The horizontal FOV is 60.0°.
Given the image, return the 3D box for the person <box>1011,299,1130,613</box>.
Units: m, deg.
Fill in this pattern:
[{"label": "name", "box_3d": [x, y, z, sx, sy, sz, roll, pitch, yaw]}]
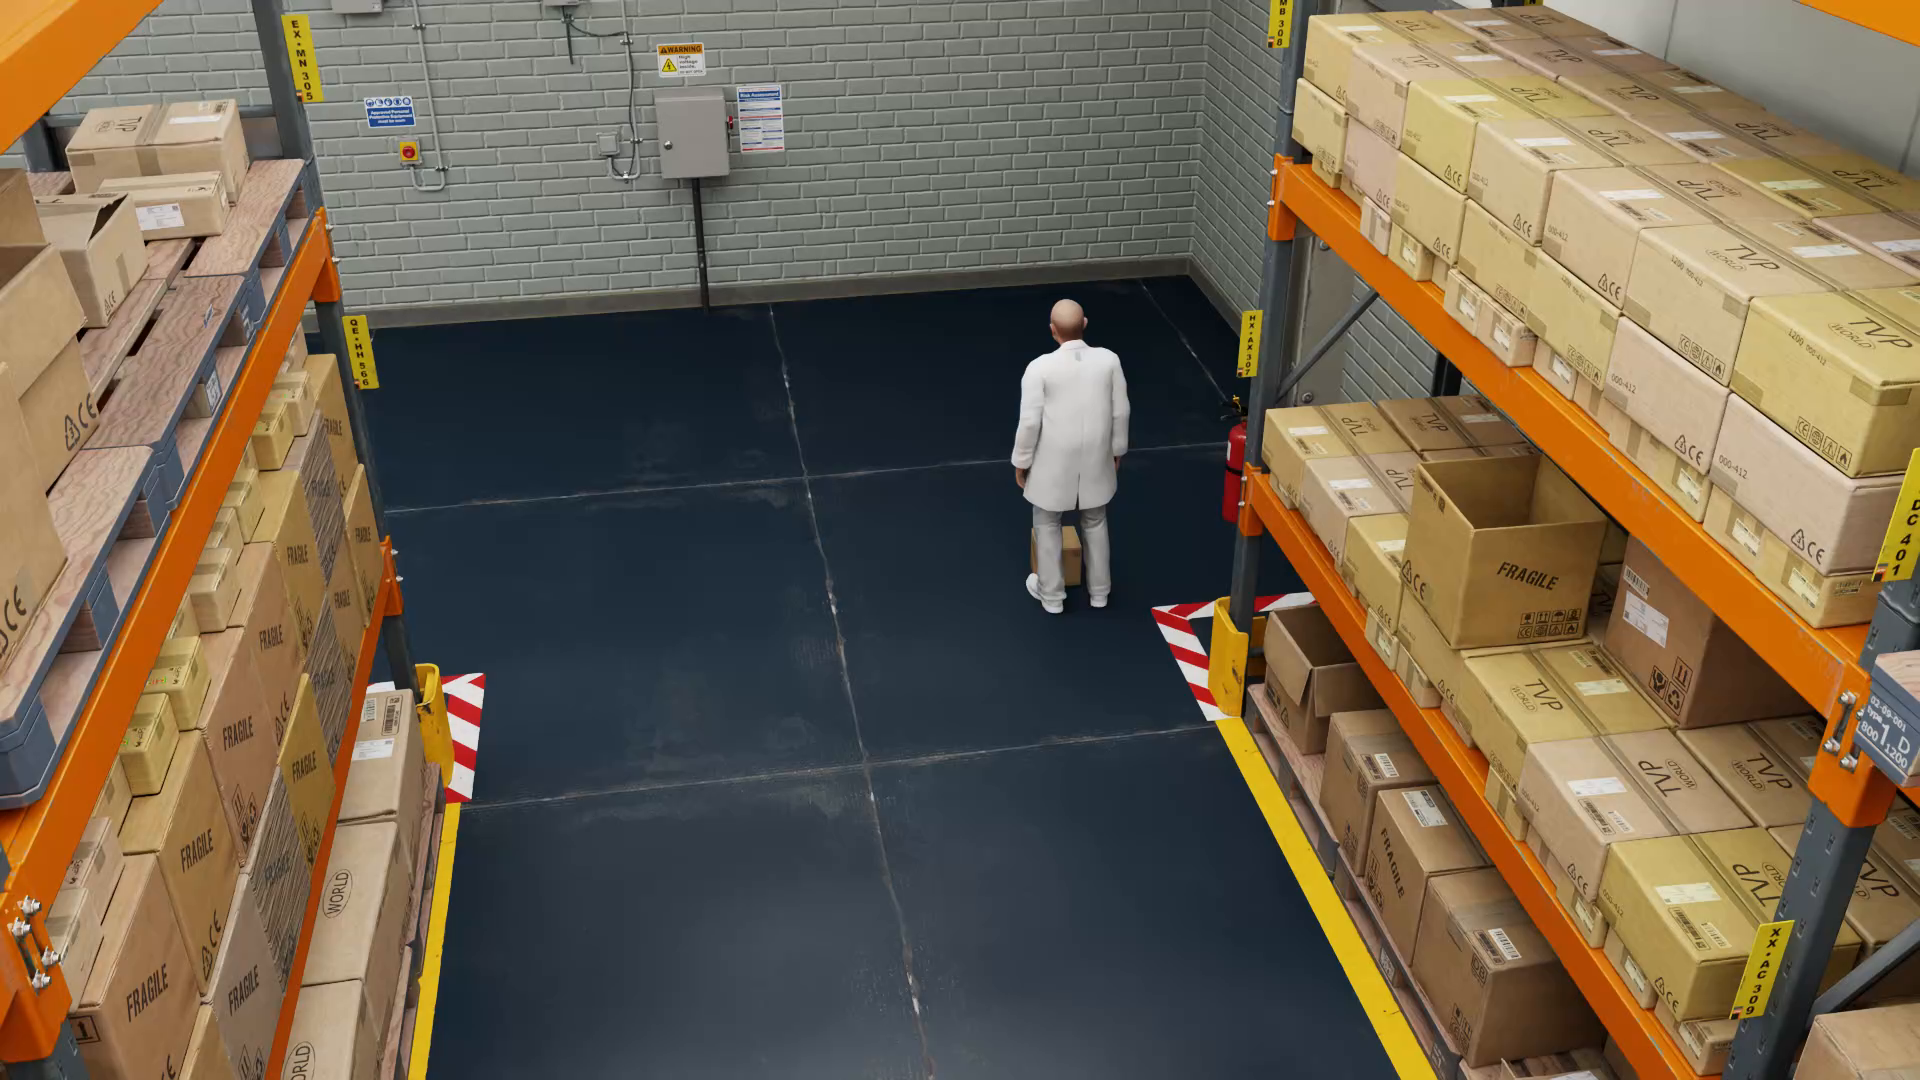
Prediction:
[{"label": "person", "box_3d": [0.586, -0.424, 8.917, 0.648, 1.740, 0.425, -7, 31, -12]}]
